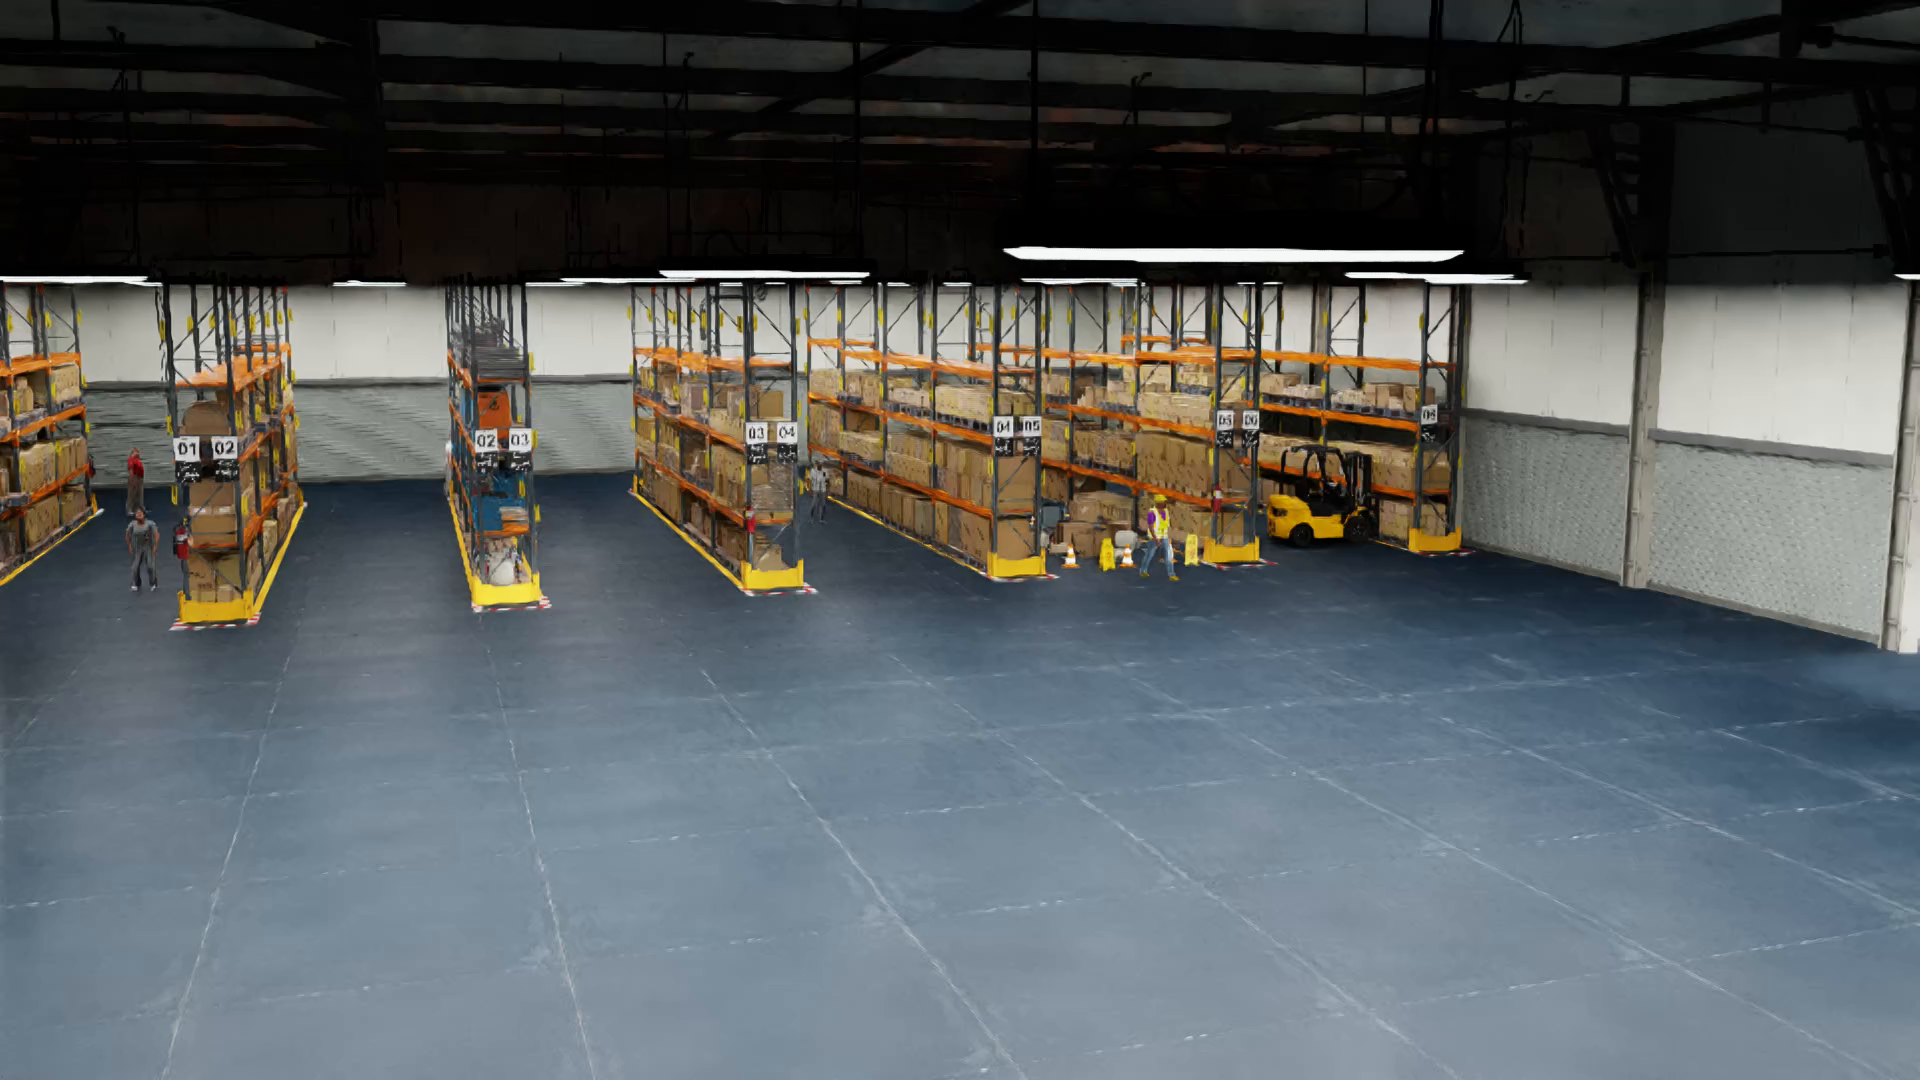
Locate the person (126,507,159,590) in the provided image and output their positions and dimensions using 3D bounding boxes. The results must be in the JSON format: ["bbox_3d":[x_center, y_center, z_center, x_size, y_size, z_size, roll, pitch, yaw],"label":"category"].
[{"bbox_3d":[-15.546,0.169,31.655,0.580,1.619,0.507,-3,9,-19],"label":"person"}]

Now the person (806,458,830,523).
[{"bbox_3d":[-3.471,-1.219,40.789,0.593,1.629,0.528,-3,9,-20],"label":"person"}]

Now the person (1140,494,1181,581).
[{"bbox_3d":[3.922,-0.061,32.776,0.569,1.709,1.034,-4,10,-27],"label":"person"}]

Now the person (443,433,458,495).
[{"bbox_3d":[-14.114,-2.160,46.467,0.581,1.755,0.772,3,9,17],"label":"person"}]

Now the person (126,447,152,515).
[{"bbox_3d":[-20.953,-1.503,42.260,0.514,1.724,0.656,-1,9,-9],"label":"person"}]
